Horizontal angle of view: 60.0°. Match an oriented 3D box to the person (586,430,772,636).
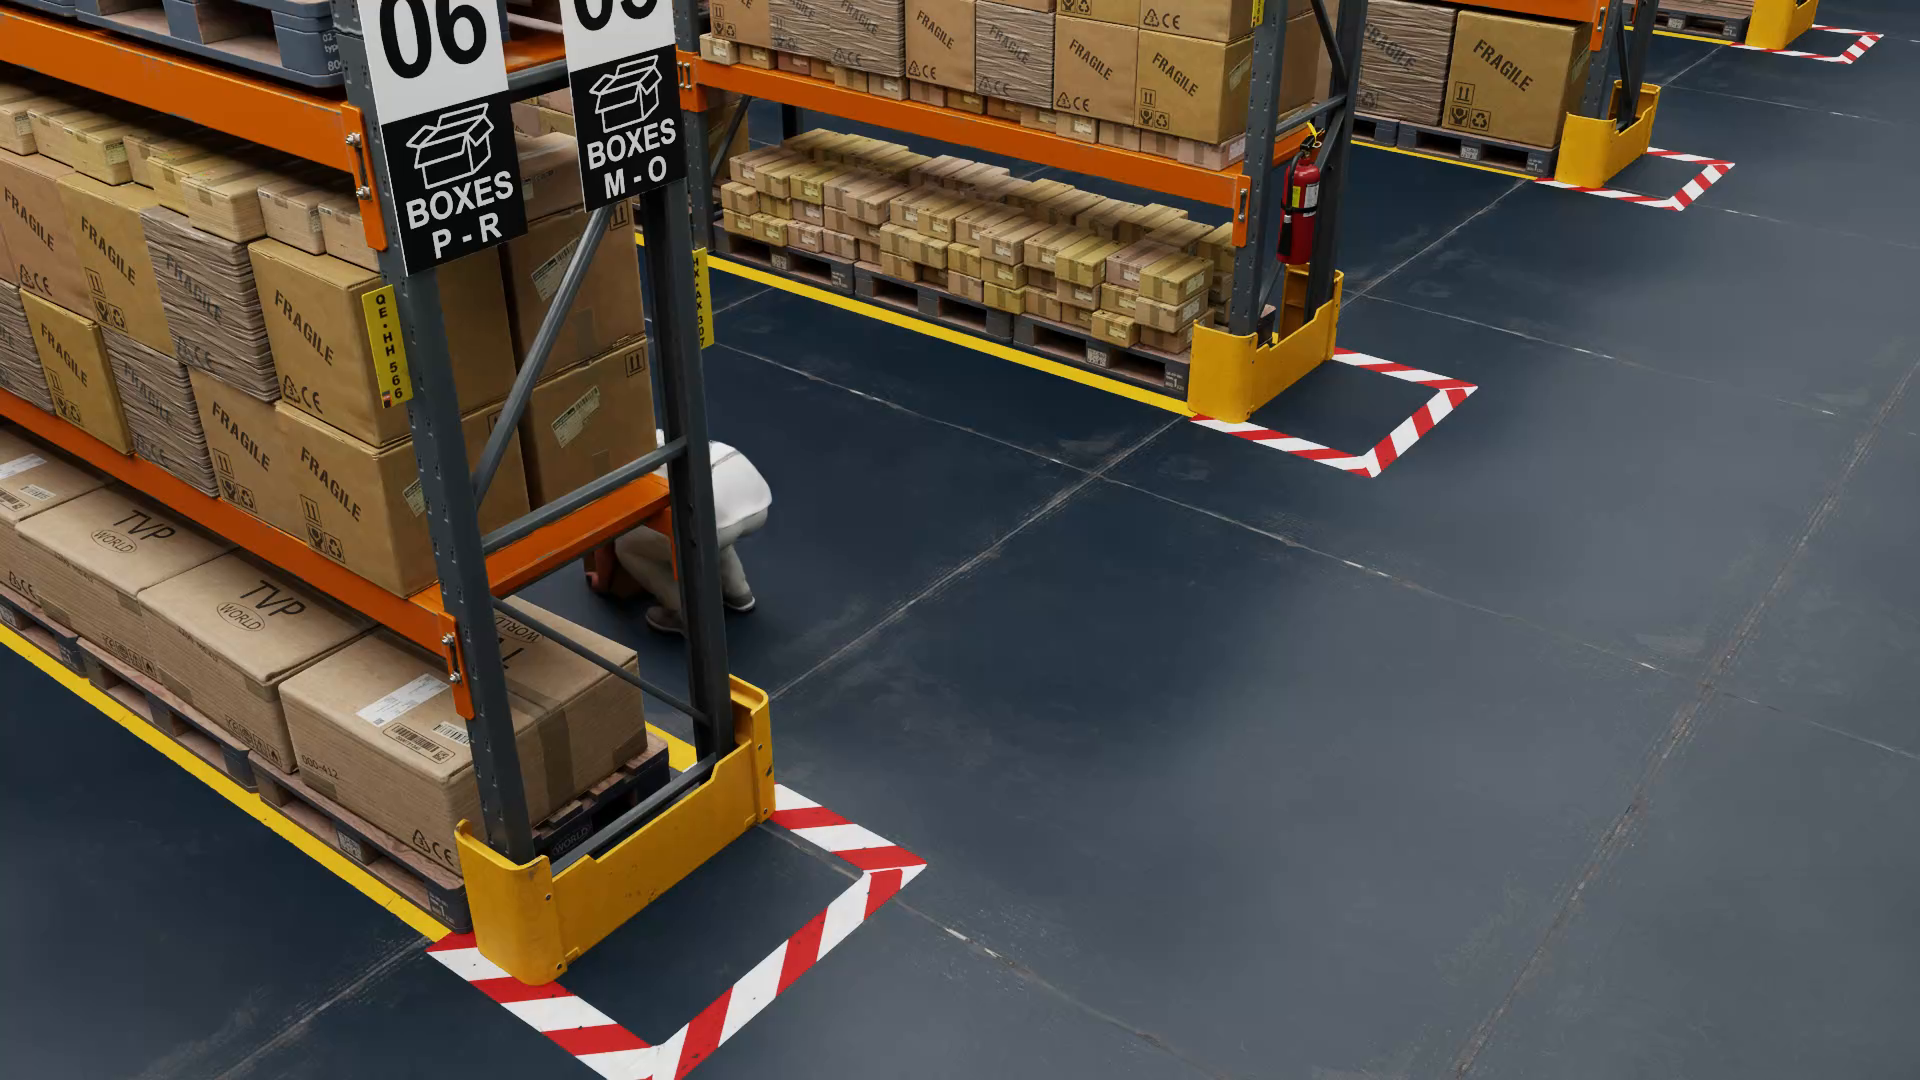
[{"bbox_3d":[-1.281,-0.072,7.180,1.031,0.840,0.532,20,36,30],"label":"person"}]
